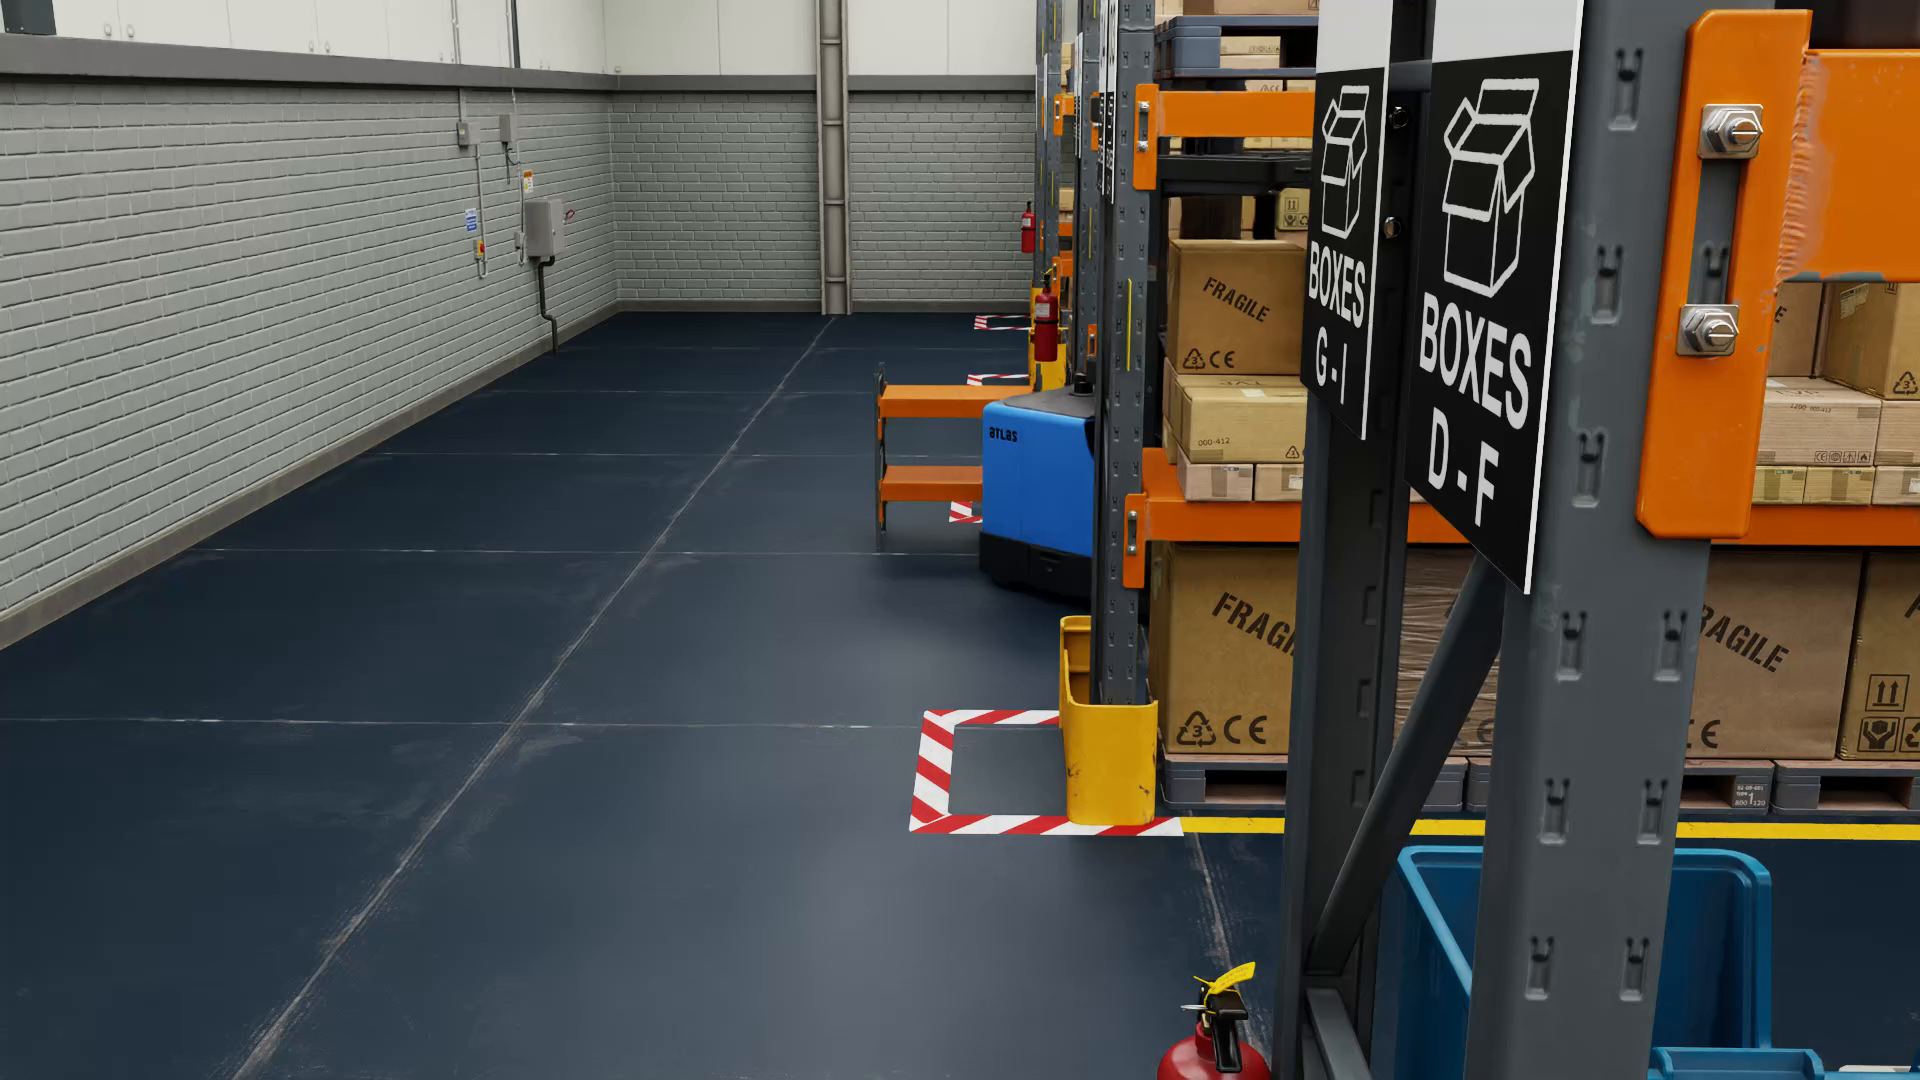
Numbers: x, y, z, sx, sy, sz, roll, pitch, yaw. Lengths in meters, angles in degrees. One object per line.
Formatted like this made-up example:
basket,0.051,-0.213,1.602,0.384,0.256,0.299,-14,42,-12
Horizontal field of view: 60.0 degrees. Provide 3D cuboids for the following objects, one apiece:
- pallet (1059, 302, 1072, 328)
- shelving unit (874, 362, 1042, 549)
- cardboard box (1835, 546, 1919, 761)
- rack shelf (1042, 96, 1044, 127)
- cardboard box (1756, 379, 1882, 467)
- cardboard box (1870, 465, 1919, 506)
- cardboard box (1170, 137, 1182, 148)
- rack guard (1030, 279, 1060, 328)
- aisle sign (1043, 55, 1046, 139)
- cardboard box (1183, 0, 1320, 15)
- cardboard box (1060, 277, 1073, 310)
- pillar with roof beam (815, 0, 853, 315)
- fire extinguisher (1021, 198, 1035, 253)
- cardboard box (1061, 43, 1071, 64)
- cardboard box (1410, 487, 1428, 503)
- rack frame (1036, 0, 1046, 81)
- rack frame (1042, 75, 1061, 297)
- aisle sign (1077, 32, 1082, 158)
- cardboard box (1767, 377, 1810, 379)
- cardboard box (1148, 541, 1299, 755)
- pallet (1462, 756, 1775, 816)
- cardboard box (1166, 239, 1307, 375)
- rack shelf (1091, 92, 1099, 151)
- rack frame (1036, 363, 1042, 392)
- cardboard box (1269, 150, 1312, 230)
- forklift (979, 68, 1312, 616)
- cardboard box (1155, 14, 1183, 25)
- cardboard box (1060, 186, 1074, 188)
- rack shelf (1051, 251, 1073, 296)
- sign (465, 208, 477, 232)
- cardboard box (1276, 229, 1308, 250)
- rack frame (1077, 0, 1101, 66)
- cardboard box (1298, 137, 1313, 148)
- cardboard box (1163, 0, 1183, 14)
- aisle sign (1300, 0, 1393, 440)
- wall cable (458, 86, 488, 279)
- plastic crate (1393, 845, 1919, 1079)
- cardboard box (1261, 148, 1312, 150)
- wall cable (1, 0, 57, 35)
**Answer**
pallet,1.887,-2.911,21.459,1.213,0.211,1.003,0,15,1
shelving unit,-0.007,-0.544,10.697,1.048,1.125,0.538,0,15,1
cardboard box,3.979,0.354,6.960,0.875,0.875,0.875,0,15,1
rack shelf,3.014,-5.354,20.784,4.000,0.370,1.077,0,15,1
cardboard box,3.161,-0.459,6.410,0.500,0.250,0.500,1,15,3
cardboard box,3.553,-0.248,6.391,0.250,0.149,0.380,1,15,2
cardboard box,2.023,-3.760,15.783,0.250,0.149,0.380,0,15,0
rack guard,1.090,-3.056,21.441,0.348,0.500,1.175,0,15,1
aisle sign,0.827,-4.335,16.296,0.004,0.787,0.394,0,15,1
cardboard box,1.159,-2.232,6.325,0.500,0.500,0.700,-1,15,-2
cardboard box,1.623,-3.233,21.283,0.637,0.503,0.797,0,15,-1
pillar with roof beam,-1.768,-6.315,17.136,0.400,9.000,9.100,0,15,1
fire extinguisher,0.856,-3.930,20.739,0.183,0.674,0.296,0,15,1
cardboard box,1.452,-5.961,20.405,0.500,0.250,0.500,0,15,1
cardboard box,1.758,-0.259,6.435,0.250,0.149,0.380,0,15,1
rack frame,1.014,-7.165,20.359,0.127,3.000,1.000,0,15,1
rack frame,0.891,-2.999,16.326,0.127,3.000,1.000,0,15,1
aisle sign,0.785,-2.917,10.919,0.004,0.787,0.394,0,15,1
cardboard box,3.159,-0.593,6.919,0.500,0.250,0.500,1,15,3
cardboard box,1.280,0.336,7.026,0.875,0.875,0.875,0,15,1
pallet,2.656,0.871,7.126,1.213,0.211,1.003,0,15,1
cardboard box,1.132,-0.969,6.875,0.500,0.500,0.500,1,15,2
rack shelf,2.865,-2.825,11.199,4.000,0.370,1.077,0,15,1
rack frame,0.501,-0.541,10.684,0.032,1.125,0.500,0,15,1
cardboard box,2.332,-2.330,11.053,0.500,0.500,0.500,0,15,0
forklift,1.535,-1.006,8.907,3.031,2.935,1.130,13,20,41
cardboard box,1.308,-3.286,10.850,0.500,0.250,0.500,1,15,2
cardboard box,1.481,-4.401,21.351,0.500,0.250,0.500,1,15,3
rack shelf,2.891,-2.638,16.369,4.000,0.370,1.077,0,15,1
sign,-4.809,-3.148,16.363,0.001,0.218,0.327,0,15,1
cardboard box,2.333,-1.851,11.197,0.500,0.500,0.500,1,15,2
rack frame,0.866,-4.637,10.774,0.127,3.000,1.000,0,15,1
cardboard box,3.298,-3.763,15.797,0.250,0.149,0.380,0,15,0
cardboard box,1.438,-3.482,10.809,0.250,0.149,0.380,1,15,4
aisle sign,0.447,-0.541,1.913,0.004,0.787,0.394,0,15,1
wall cable,-4.746,-3.536,16.309,0.123,1.953,0.585,0,15,1
plastic crate,0.851,0.700,2.120,0.499,0.435,0.616,0,15,1
cardboard box,2.356,-2.467,11.573,0.500,0.500,0.500,1,15,4
wall cable,-4.926,-5.844,9.043,0.120,5.999,2.277,0,15,1
